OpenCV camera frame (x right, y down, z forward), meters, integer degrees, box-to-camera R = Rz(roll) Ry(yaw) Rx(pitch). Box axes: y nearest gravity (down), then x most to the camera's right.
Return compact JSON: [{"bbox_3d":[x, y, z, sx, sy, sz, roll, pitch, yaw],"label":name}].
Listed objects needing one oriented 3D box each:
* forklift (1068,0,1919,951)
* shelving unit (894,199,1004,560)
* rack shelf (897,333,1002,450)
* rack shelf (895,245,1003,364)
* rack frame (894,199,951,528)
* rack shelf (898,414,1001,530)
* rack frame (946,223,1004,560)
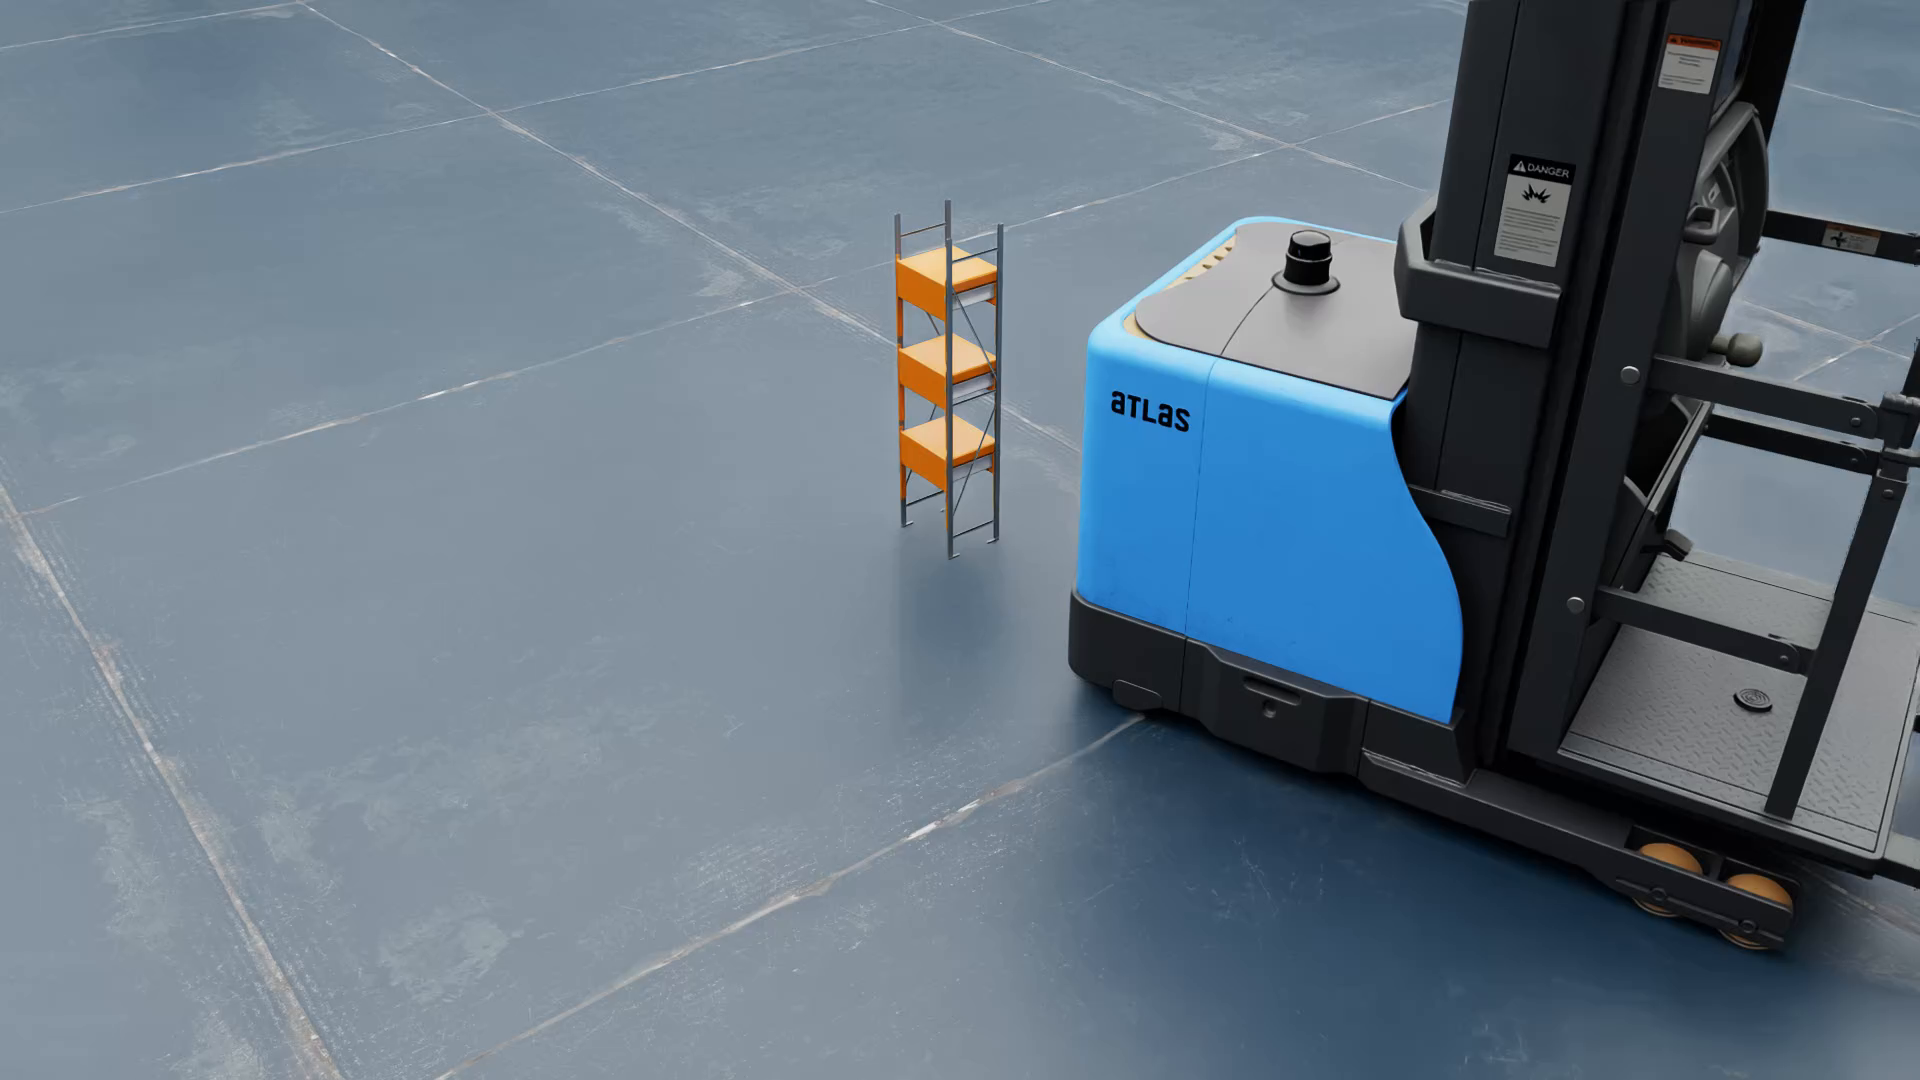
[{"bbox_3d":[1.818,-0.642,3.506,3.031,2.935,1.130,18,36,27],"label":"forklift"},{"bbox_3d":[-0.033,-0.468,5.009,0.215,1.050,0.252,-22,38,-31],"label":"shelving unit"},{"bbox_3d":[-0.033,-0.459,5.015,0.215,0.259,0.240,-22,38,-31],"label":"rack shelf"},{"bbox_3d":[-0.033,-0.700,4.865,0.215,0.259,0.240,-22,38,-31],"label":"rack shelf"},{"bbox_3d":[-0.108,-0.519,5.091,0.200,1.050,0.008,-22,38,-31],"label":"rack frame"},{"bbox_3d":[-0.033,-0.223,5.161,0.215,0.259,0.240,-22,38,-31],"label":"rack shelf"},{"bbox_3d":[0.042,-0.417,4.927,0.200,1.050,0.008,-22,38,-31],"label":"rack frame"}]
